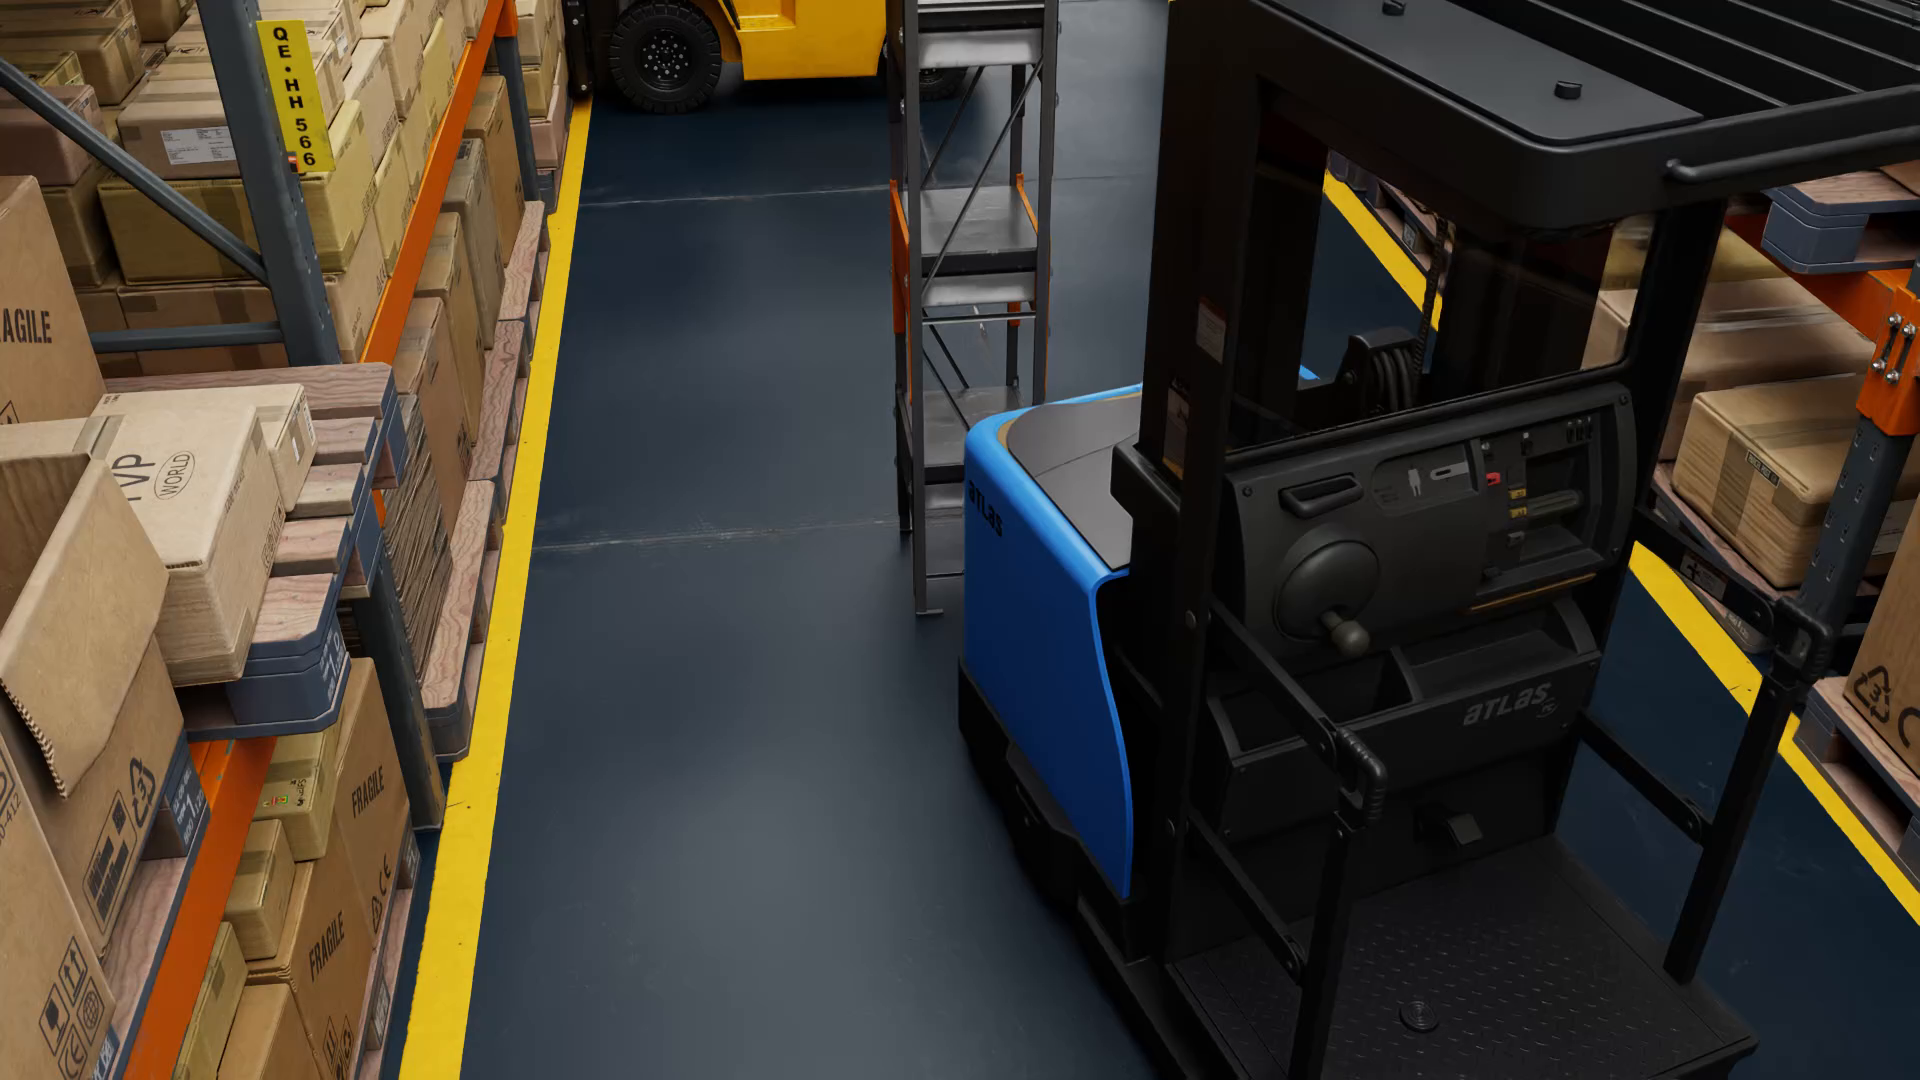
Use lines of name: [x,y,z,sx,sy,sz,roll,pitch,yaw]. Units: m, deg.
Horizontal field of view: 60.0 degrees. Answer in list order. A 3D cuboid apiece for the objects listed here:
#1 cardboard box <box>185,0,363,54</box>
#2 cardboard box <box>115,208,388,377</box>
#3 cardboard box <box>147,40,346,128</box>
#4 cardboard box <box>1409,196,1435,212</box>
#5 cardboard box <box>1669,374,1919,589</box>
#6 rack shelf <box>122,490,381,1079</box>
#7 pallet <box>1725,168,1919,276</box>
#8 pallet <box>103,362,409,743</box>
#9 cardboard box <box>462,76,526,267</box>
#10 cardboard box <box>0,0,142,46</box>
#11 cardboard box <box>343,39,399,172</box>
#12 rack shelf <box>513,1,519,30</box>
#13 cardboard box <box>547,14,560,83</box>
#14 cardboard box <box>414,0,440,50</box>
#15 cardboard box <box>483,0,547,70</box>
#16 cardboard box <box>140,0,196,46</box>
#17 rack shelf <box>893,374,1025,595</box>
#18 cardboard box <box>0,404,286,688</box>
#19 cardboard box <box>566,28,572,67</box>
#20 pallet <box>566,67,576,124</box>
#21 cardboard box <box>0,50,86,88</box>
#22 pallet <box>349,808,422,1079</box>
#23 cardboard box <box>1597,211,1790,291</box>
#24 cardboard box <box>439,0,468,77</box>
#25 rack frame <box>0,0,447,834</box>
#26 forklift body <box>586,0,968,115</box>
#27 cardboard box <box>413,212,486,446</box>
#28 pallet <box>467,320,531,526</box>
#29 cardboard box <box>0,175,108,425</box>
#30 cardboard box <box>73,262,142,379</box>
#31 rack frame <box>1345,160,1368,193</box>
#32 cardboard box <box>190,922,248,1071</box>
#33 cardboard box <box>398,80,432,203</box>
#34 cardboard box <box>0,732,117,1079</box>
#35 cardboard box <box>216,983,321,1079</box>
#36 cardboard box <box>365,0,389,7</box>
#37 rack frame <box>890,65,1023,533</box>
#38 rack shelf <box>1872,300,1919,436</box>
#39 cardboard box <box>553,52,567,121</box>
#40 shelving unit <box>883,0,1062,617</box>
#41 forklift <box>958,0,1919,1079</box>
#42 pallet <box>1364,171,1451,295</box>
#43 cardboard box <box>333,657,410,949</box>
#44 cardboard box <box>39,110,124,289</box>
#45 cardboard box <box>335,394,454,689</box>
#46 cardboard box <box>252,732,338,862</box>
cardboard box: [-1.826,-1.380,4.446,0.380,0.149,0.250,-4,34,-6]
cardboard box: [-1.748,-0.639,4.157,0.500,0.250,0.500,-4,35,-6]
cardboard box: [-1.718,-1.093,4.026,0.380,0.149,0.250,-4,34,-5]
cardboard box: [2.523,-1.840,7.747,0.950,0.372,0.625,-4,34,-6]
cardboard box: [2.922,-0.217,5.365,0.950,0.372,0.625,-7,35,-10]
rack shelf: [-1.661,0.978,2.289,1.077,0.370,4.000,-4,35,-6]
pallet: [2.786,-1.123,4.905,1.213,0.211,1.003,-4,35,-6]
pallet: [-1.770,0.017,3.231,1.213,0.211,1.003,-4,35,-6]
cardboard box: [-2.387,-1.569,7.124,0.875,0.625,0.625,-3,34,-4]
cardboard box: [-2.397,-1.329,4.372,0.380,0.149,0.250,-5,35,-7]
cardboard box: [-1.814,-1.125,4.427,0.500,0.250,0.500,-3,34,-5]
rack shelf: [-2.737,-3.486,8.840,1.077,0.370,4.000,-4,35,-6]
cardboard box: [-2.297,-2.485,8.358,0.500,0.250,0.500,-5,35,-7]
cardboard box: [-1.960,-1.702,5.273,0.500,0.250,0.500,-4,34,-6]
cardboard box: [-2.222,-2.411,7.805,0.500,0.250,0.500,-5,35,-7]
cardboard box: [-2.401,-1.374,4.792,0.500,0.250,0.500,-5,35,-7]
rack shelf: [0.022,-0.186,5.425,0.431,0.518,0.480,-4,35,-6]
cardboard box: [-1.468,0.018,2.821,0.500,0.250,0.500,-6,35,-9]
cardboard box: [-2.422,-2.852,9.340,0.500,0.250,0.500,-3,34,-5]
pallet: [-2.701,-2.644,9.442,1.003,0.211,1.213,-4,35,-6]
cardboard box: [-2.320,-1.048,3.960,0.380,0.149,0.250,-4,34,-5]
pallet: [-1.867,1.137,3.894,1.003,0.211,1.213,-4,35,-6]
cardboard box: [2.718,-1.051,6.590,0.950,0.372,0.625,-3,34,-5]
cardboard box: [-2.032,-1.784,5.838,0.500,0.250,0.500,-4,34,-6]
rack frame: [-1.930,-0.435,3.725,1.000,3.000,0.127,-4,35,-6]
forklift body: [-0.943,-3.628,9.164,2.313,2.155,1.214,-4,35,-6]
cardboard box: [-2.187,-0.716,5.873,0.875,0.625,0.625,-6,35,-8]
pallet: [-2.163,-0.424,6.185,1.003,0.211,1.213,-4,35,-6]
cardboard box: [-2.016,-0.351,3.139,0.500,0.500,0.500,-3,34,-4]
cardboard box: [-2.244,-0.604,4.106,0.500,0.250,0.500,-5,35,-7]
rack frame: [2.450,-3.045,7.555,1.000,3.000,0.127,-4,35,-6]
cardboard box: [-1.563,0.864,3.089,0.380,0.149,0.250,-3,34,-5]
cardboard box: [-1.887,-1.207,4.991,0.500,0.250,0.500,-5,35,-8]
cardboard box: [-1.411,0.569,1.790,0.700,0.500,0.500,-5,35,-7]
cardboard box: [-1.530,1.216,3.149,0.500,0.500,0.500,-3,34,-4]
cardboard box: [-1.865,-1.664,4.863,0.380,0.149,0.250,-4,34,-5]
rack frame: [-0.011,-0.911,5.223,0.400,2.100,0.015,-4,35,-6]
rack shelf: [3.257,0.600,2.844,1.077,0.370,4.000,-4,35,-6]
cardboard box: [-2.289,-2.282,8.503,0.500,0.250,0.500,-5,35,-7]
shelving unit: [0.022,-0.775,5.023,0.431,2.100,0.503,-4,35,-6]
forklift: [1.034,0.023,3.114,1.130,2.935,3.031,-13,36,-19]
pallet: [2.556,-1.458,7.703,1.003,0.211,1.213,-4,35,-6]
cardboard box: [-1.660,0.644,3.988,0.500,0.500,0.500,-3,34,-5]
cardboard box: [-2.266,-0.809,3.963,0.500,0.250,0.500,-4,34,-5]
cardboard box: [-2.001,0.024,4.787,0.875,0.625,0.625,-3,34,-5]
cardboard box: [-1.545,0.563,3.531,0.380,0.149,0.250,-6,35,-9]
